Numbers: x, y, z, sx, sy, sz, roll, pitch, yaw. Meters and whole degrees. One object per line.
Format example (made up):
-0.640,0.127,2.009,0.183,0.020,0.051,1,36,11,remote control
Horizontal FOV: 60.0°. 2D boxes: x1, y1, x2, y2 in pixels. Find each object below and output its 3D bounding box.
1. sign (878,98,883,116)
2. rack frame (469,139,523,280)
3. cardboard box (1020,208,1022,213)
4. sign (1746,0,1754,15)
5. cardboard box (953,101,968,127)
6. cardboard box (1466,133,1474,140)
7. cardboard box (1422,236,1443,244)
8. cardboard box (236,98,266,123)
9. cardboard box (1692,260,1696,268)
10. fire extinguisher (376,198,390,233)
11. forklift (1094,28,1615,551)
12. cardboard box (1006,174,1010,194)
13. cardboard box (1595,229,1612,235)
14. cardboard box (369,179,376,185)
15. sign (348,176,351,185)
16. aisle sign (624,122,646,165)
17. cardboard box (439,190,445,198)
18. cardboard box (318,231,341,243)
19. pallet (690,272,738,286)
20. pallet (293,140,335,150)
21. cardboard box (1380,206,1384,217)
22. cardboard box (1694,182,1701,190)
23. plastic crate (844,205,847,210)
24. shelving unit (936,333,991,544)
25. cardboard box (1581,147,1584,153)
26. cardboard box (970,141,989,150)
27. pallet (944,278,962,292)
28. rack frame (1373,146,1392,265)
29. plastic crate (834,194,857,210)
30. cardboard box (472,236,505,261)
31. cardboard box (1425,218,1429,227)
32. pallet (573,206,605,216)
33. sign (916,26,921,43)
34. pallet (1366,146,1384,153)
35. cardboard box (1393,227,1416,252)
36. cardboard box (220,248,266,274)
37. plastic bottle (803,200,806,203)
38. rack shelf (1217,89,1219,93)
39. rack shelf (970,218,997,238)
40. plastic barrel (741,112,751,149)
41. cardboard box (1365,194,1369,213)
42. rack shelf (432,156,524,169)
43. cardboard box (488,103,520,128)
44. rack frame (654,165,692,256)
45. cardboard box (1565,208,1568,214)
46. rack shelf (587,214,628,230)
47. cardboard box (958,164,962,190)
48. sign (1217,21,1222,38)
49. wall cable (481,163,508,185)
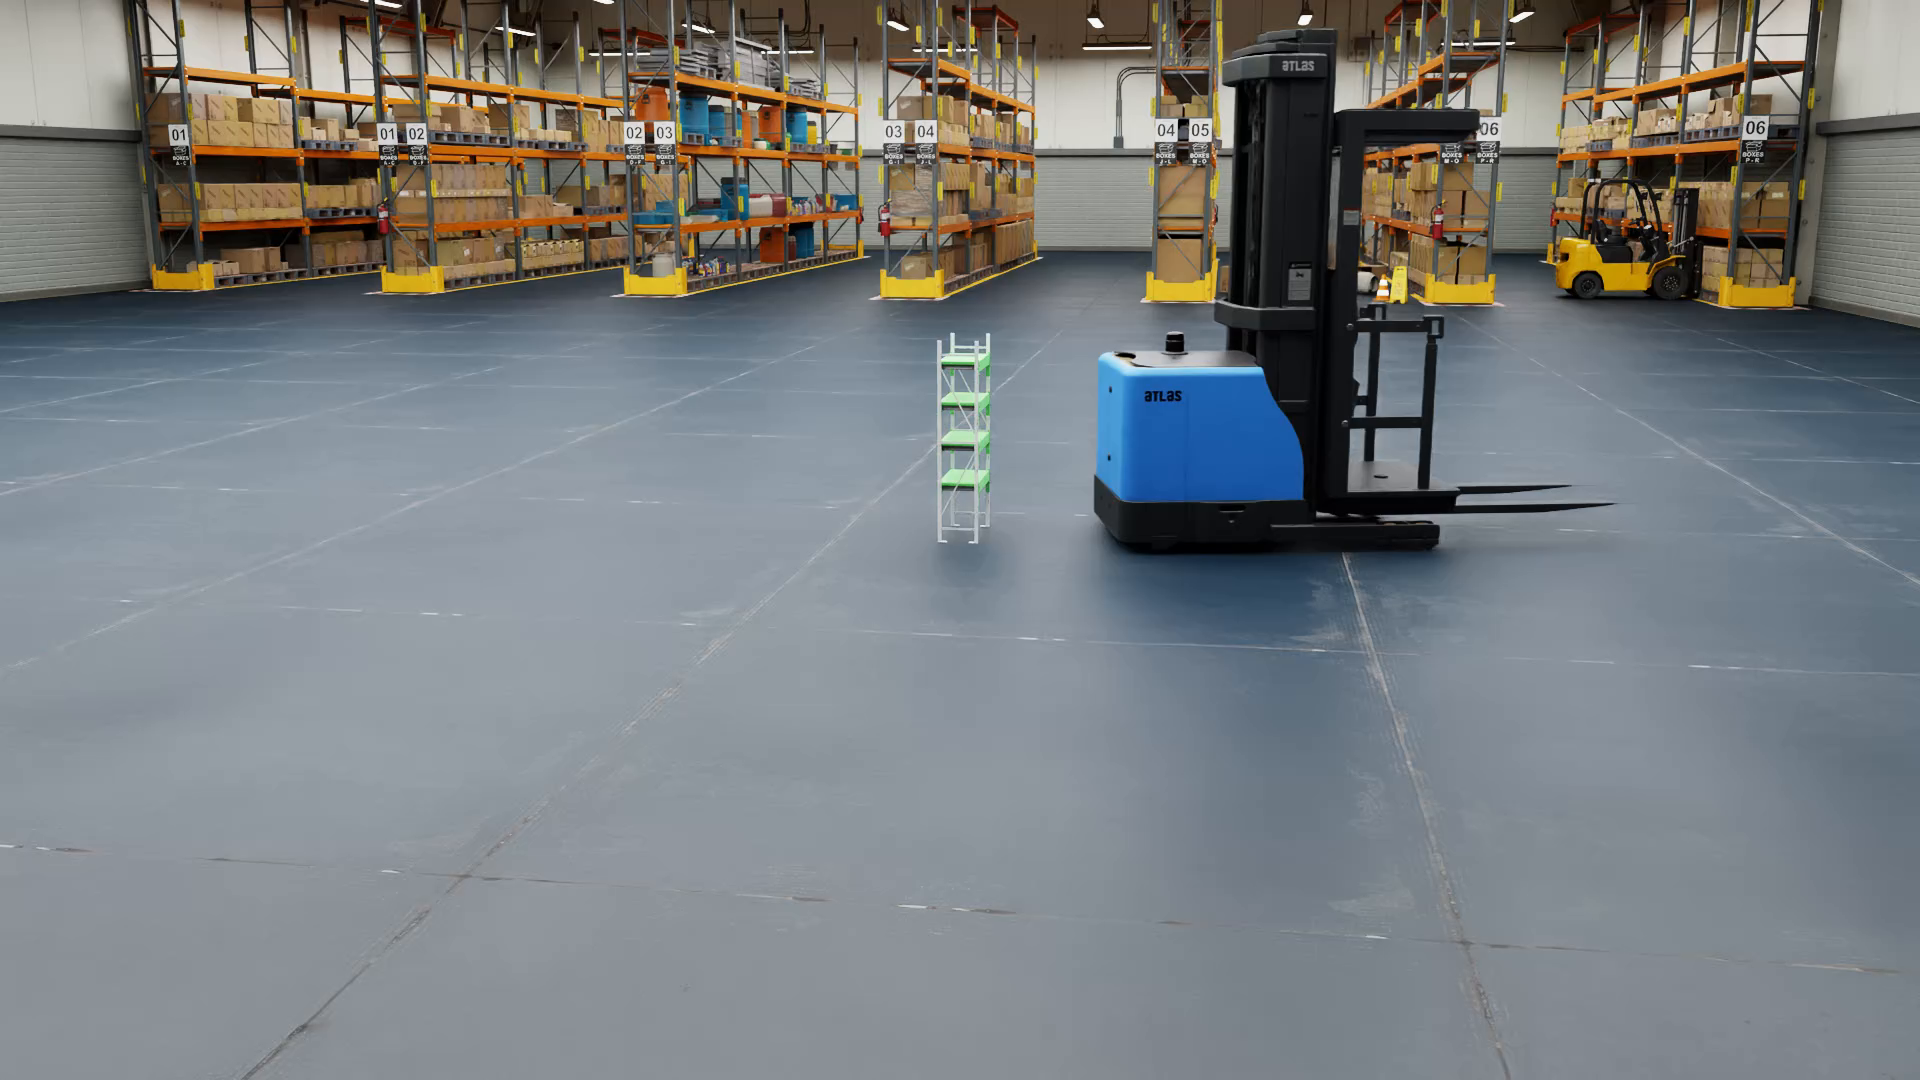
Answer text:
-1.452,-7.932,30.456,0.100,0.325,0.005,2,12,9,sign
-10.079,-7.165,36.119,1.000,3.000,0.127,2,12,9,rack frame
1.394,-8.546,43.124,0.380,0.149,0.250,2,12,11,cardboard box
13.257,-8.978,27.887,0.100,0.325,0.005,2,12,9,sign
-0.108,-8.646,33.743,0.500,0.500,0.500,2,12,7,cardboard box
9.210,-7.149,29.522,0.380,0.149,0.250,1,12,7,cardboard box
8.825,-5.595,31.045,0.380,0.149,0.250,2,12,11,cardboard box
-14.927,-9.002,34.865,0.500,0.500,0.500,1,12,7,cardboard box
13.784,-5.063,30.707,0.500,0.250,0.500,2,12,8,cardboard box
-11.171,-6.285,32.220,0.296,0.674,0.183,2,12,9,fire extinguisher
2.388,-1.478,9.893,3.031,2.935,1.130,-1,12,-5,forklift
0.849,-8.914,41.619,0.797,0.503,0.637,2,12,7,cardboard box
15.326,-7.351,39.676,0.380,0.149,0.250,1,12,6,cardboard box
-14.383,-8.665,40.261,0.380,0.149,0.250,0,12,1,cardboard box
-14.908,-8.741,40.683,0.100,0.325,0.005,2,12,9,sign
-6.105,-7.436,31.209,0.394,0.787,0.004,2,12,9,aisle sign
-10.383,-6.828,32.779,0.380,0.149,0.250,2,12,7,cardboard box
-14.737,-7.038,38.641,0.500,0.250,0.500,2,12,7,cardboard box
-5.330,-5.502,35.022,1.003,0.211,1.213,2,12,9,pallet
-14.774,-8.824,37.145,1.213,0.211,1.003,2,12,9,pallet
10.144,-7.713,39.020,0.500,0.250,0.500,2,12,8,cardboard box
13.928,-6.601,31.018,0.380,0.149,0.250,2,12,8,cardboard box
-3.345,-9.167,45.891,0.396,0.136,0.243,2,12,9,plastic crate
0.025,-0.621,10.027,0.258,1.200,0.503,2,12,9,shelving unit
15.533,-9.613,40.954,0.380,0.149,0.250,2,12,8,cardboard box
0.350,-8.754,36.728,0.500,0.250,0.500,2,12,10,cardboard box
-0.545,-5.084,33.084,1.003,0.211,1.213,2,12,9,pallet
10.731,-8.187,40.864,1.000,3.000,0.127,2,12,9,rack frame
-3.207,-9.472,46.601,0.616,0.435,0.499,2,12,9,plastic crate
-10.023,-6.185,35.324,0.500,0.500,0.500,2,12,9,cardboard box
8.732,-5.815,30.452,0.380,0.149,0.250,2,12,10,cardboard box
-9.429,-8.047,40.669,1.213,0.211,1.003,2,12,9,pallet
-0.840,-10.327,33.957,0.100,0.325,0.005,2,12,9,sign
11.243,-10.288,43.703,1.003,0.211,1.213,2,12,9,pallet
10.304,-6.662,37.834,0.875,0.875,0.875,2,12,8,cardboard box
-15.144,-5.896,35.120,0.700,0.500,0.500,1,12,5,cardboard box
-3.944,-8.409,42.010,0.144,0.351,0.185,2,12,9,plastic bottle
6.132,-11.322,42.886,1.077,0.370,4.000,2,12,9,rack shelf
0.016,-6.908,36.634,1.077,0.370,4.000,2,12,9,rack shelf
-5.011,-9.212,37.481,0.600,0.830,0.708,2,12,9,plastic barrel
10.843,-8.767,43.315,0.500,0.500,0.500,2,12,8,cardboard box
-13.436,-10.521,46.280,1.077,0.370,4.000,2,12,9,rack shelf
-9.945,-9.257,36.286,0.500,0.500,0.500,2,12,9,cardboard box
-8.233,-9.663,47.711,1.000,3.000,0.127,2,12,9,rack frame
15.683,-8.411,42.498,0.380,0.149,0.250,2,12,7,cardboard box
-9.156,-8.062,41.991,1.077,0.370,4.000,2,12,9,rack shelf
-0.242,-7.215,33.037,0.500,0.500,0.500,2,12,9,cardboard box
5.139,-10.105,32.929,0.100,0.325,0.005,2,12,9,sign
-13.867,-10.616,49.724,0.084,1.984,1.851,2,12,9,wall cable
